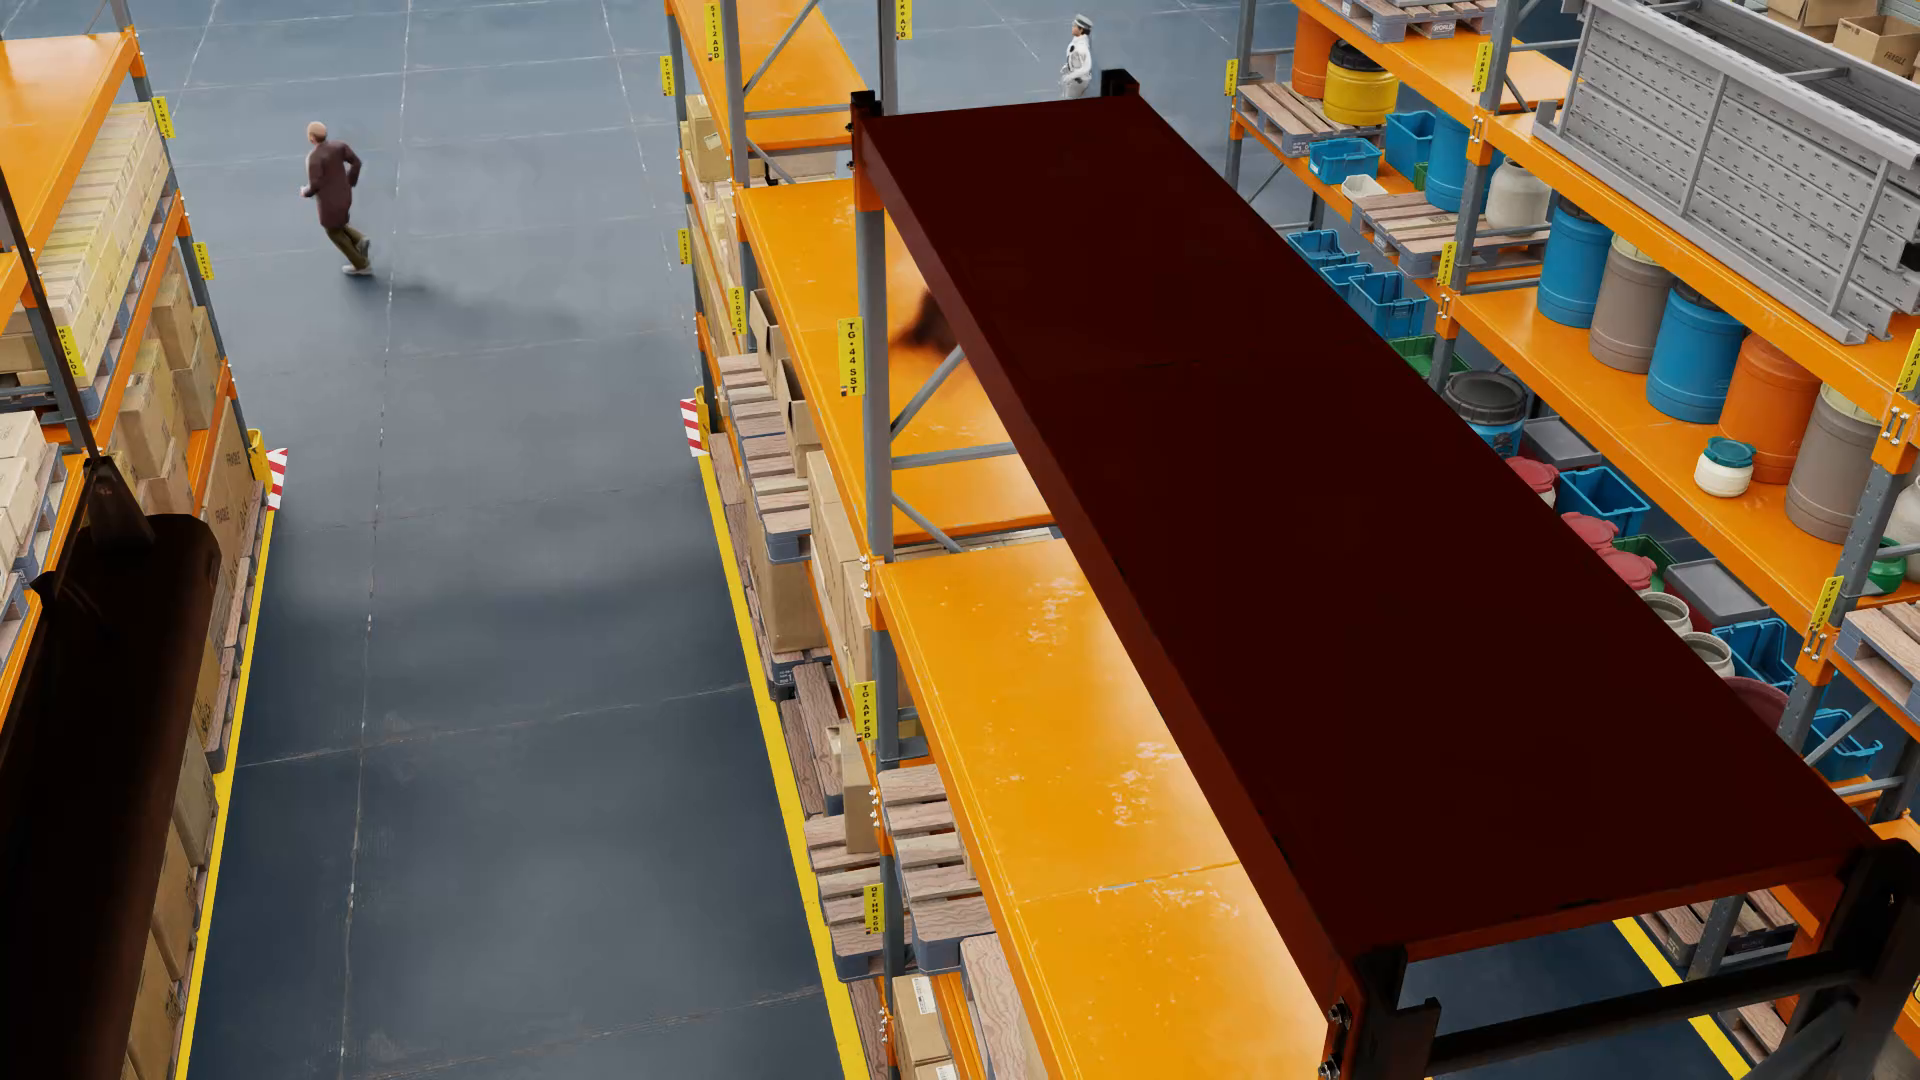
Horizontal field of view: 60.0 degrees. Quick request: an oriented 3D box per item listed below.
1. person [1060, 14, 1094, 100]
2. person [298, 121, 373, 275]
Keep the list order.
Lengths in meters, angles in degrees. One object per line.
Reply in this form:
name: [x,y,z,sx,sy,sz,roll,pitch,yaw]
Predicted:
person: [1.545,-5.885,21.222,0.543,1.652,0.602,0,34,0]
person: [-6.778,-3.695,17.975,0.653,1.715,0.660,12,36,17]
